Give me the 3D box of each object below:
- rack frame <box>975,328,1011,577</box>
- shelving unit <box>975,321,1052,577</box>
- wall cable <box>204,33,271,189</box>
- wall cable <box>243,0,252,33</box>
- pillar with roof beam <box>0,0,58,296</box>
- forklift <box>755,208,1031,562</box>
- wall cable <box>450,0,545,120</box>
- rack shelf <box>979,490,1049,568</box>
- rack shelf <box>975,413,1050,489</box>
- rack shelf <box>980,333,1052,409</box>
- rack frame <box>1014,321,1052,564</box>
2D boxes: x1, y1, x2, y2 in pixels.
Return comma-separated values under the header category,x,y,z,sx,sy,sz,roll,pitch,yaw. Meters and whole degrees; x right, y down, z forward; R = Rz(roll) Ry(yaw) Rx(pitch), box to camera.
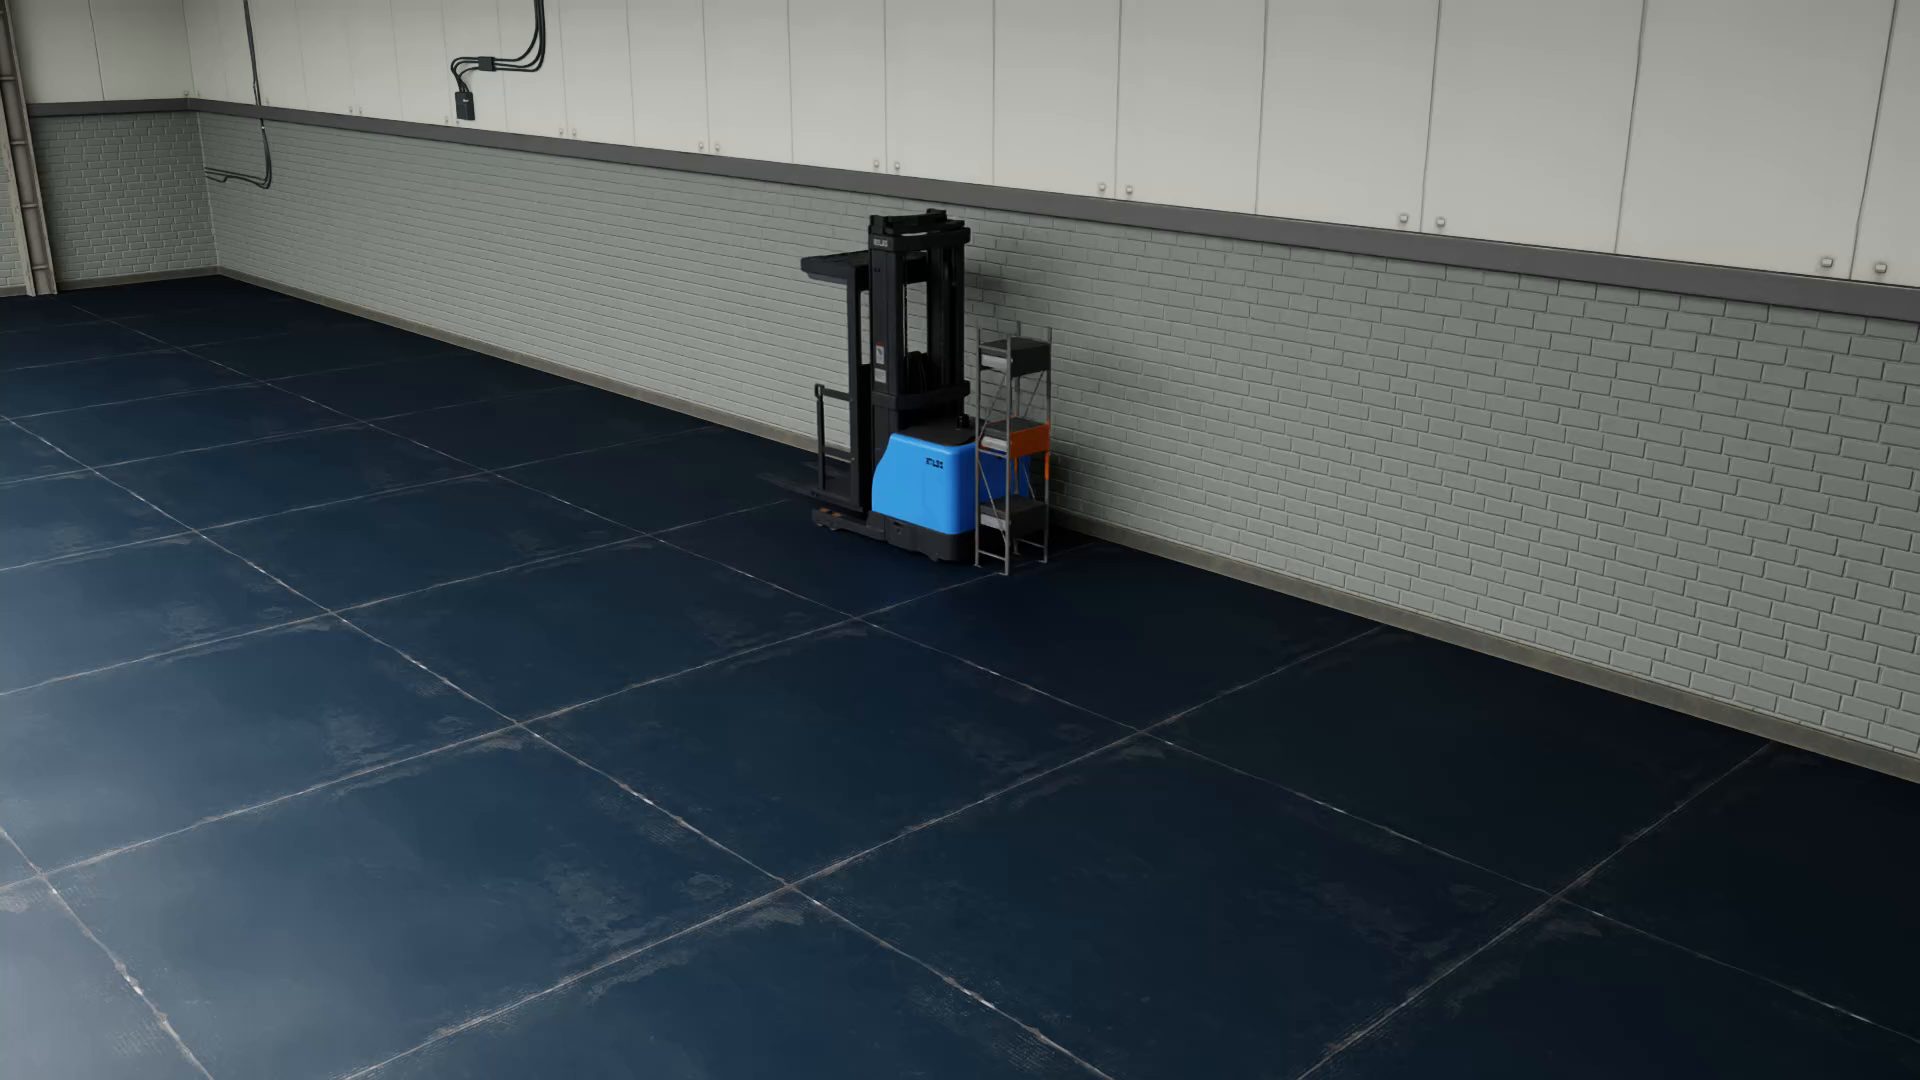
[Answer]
category,x,y,z,sx,sy,sz,roll,pitch,yaw
rack frame,0.277,-0.730,14.096,0.015,2.100,0.400,-17,24,-41
shelving unit,0.452,-0.782,14.258,0.503,2.100,0.431,-17,24,-41
wall cable,-12.436,-7.285,28.162,0.112,2.526,3.097,-16,24,-41
wall cable,-10.577,-9.081,25.513,0.112,2.526,3.097,-16,24,-41
pillar with roof beam,-12.528,-7.469,23.696,0.400,9.000,9.100,-16,24,-41
forklift,-0.747,-1.575,15.357,1.130,2.935,3.031,-17,24,-41
wall cable,-5.925,-8.249,20.586,0.169,6.003,2.305,-16,24,-41
rack shelf,0.452,-0.103,14.478,0.480,0.518,0.431,-17,24,-41
rack shelf,0.452,-0.769,14.262,0.480,0.518,0.431,-17,24,-41
rack shelf,0.452,-1.435,14.046,0.480,0.518,0.431,-17,24,-41
rack frame,0.627,-0.835,14.419,0.015,2.100,0.400,-17,24,-41
